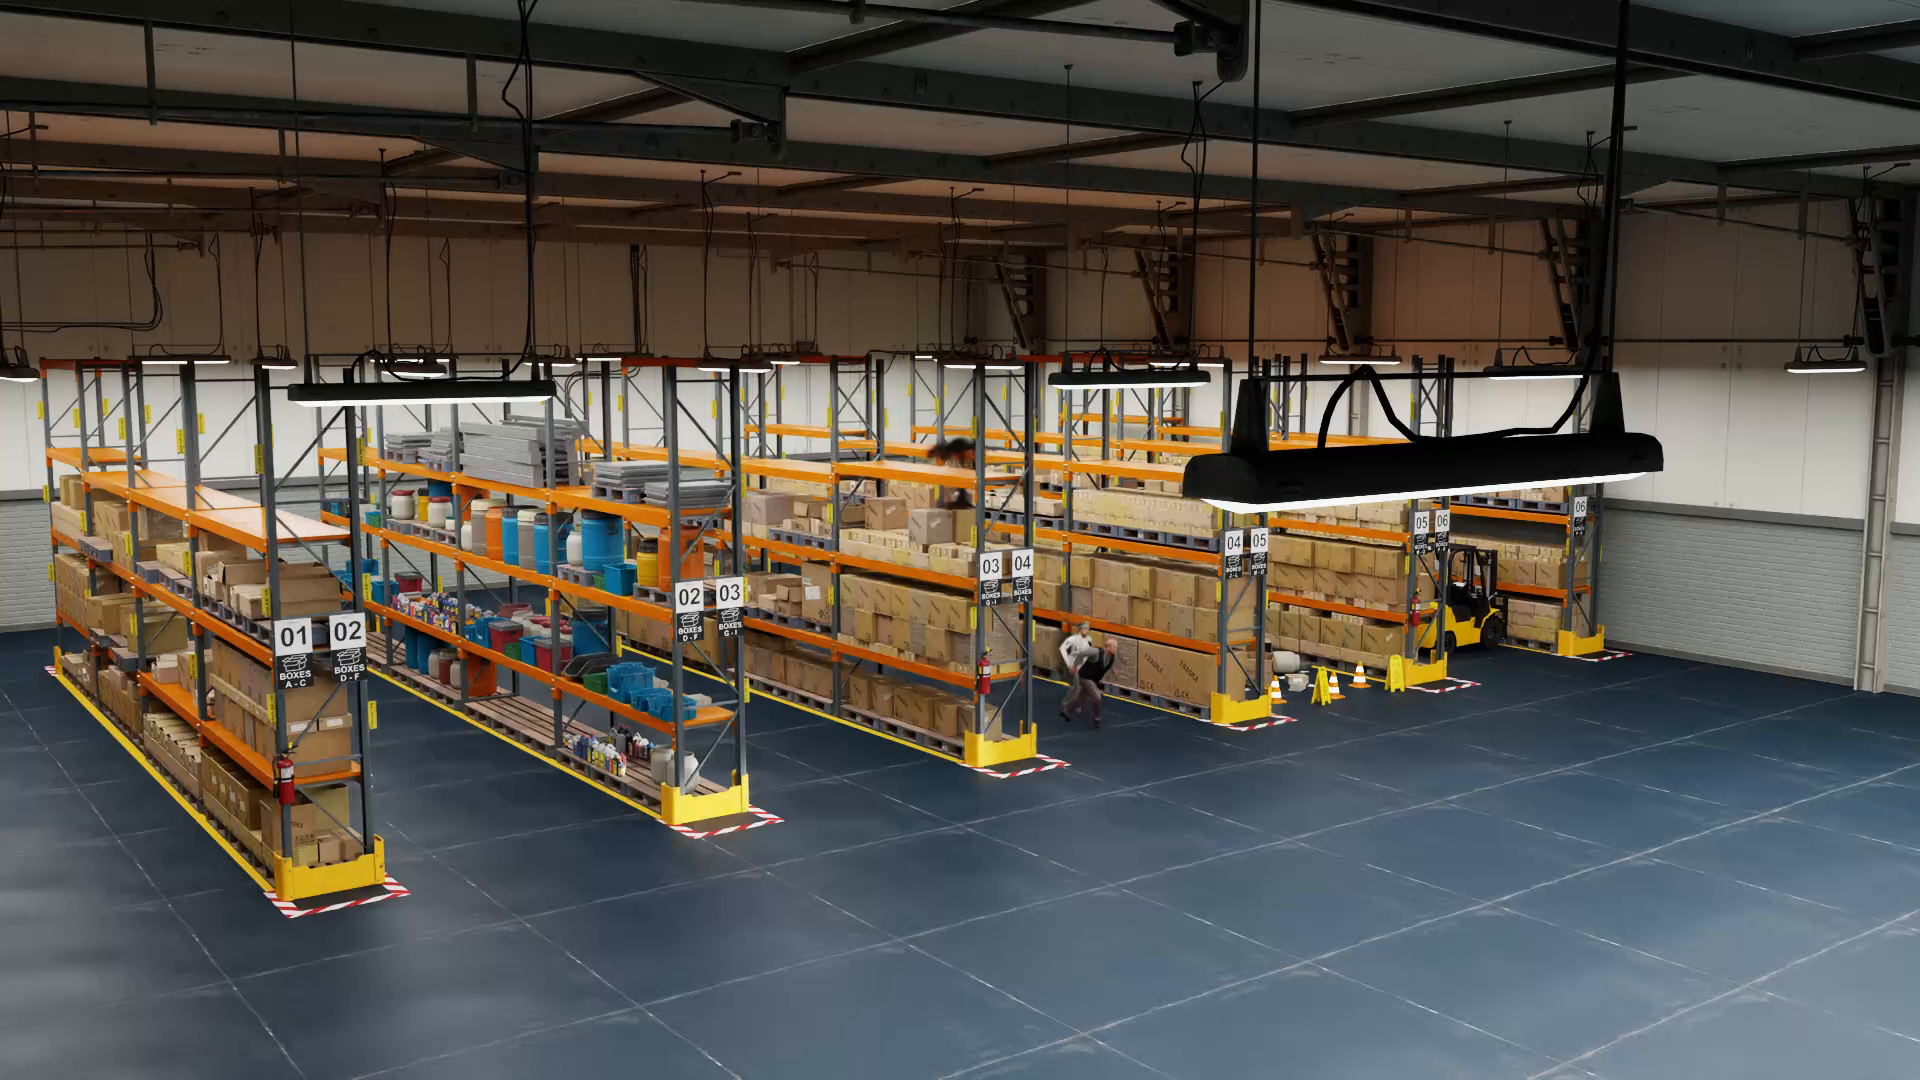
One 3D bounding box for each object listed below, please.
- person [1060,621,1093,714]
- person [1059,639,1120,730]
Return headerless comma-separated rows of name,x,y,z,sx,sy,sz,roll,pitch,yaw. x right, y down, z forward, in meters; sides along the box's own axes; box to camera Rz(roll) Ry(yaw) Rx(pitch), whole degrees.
person,2.015,2.144,28.308,0.608,1.617,0.764,-5,9,-38
person,2.146,2.330,27.322,1.141,1.520,0.643,6,9,42
